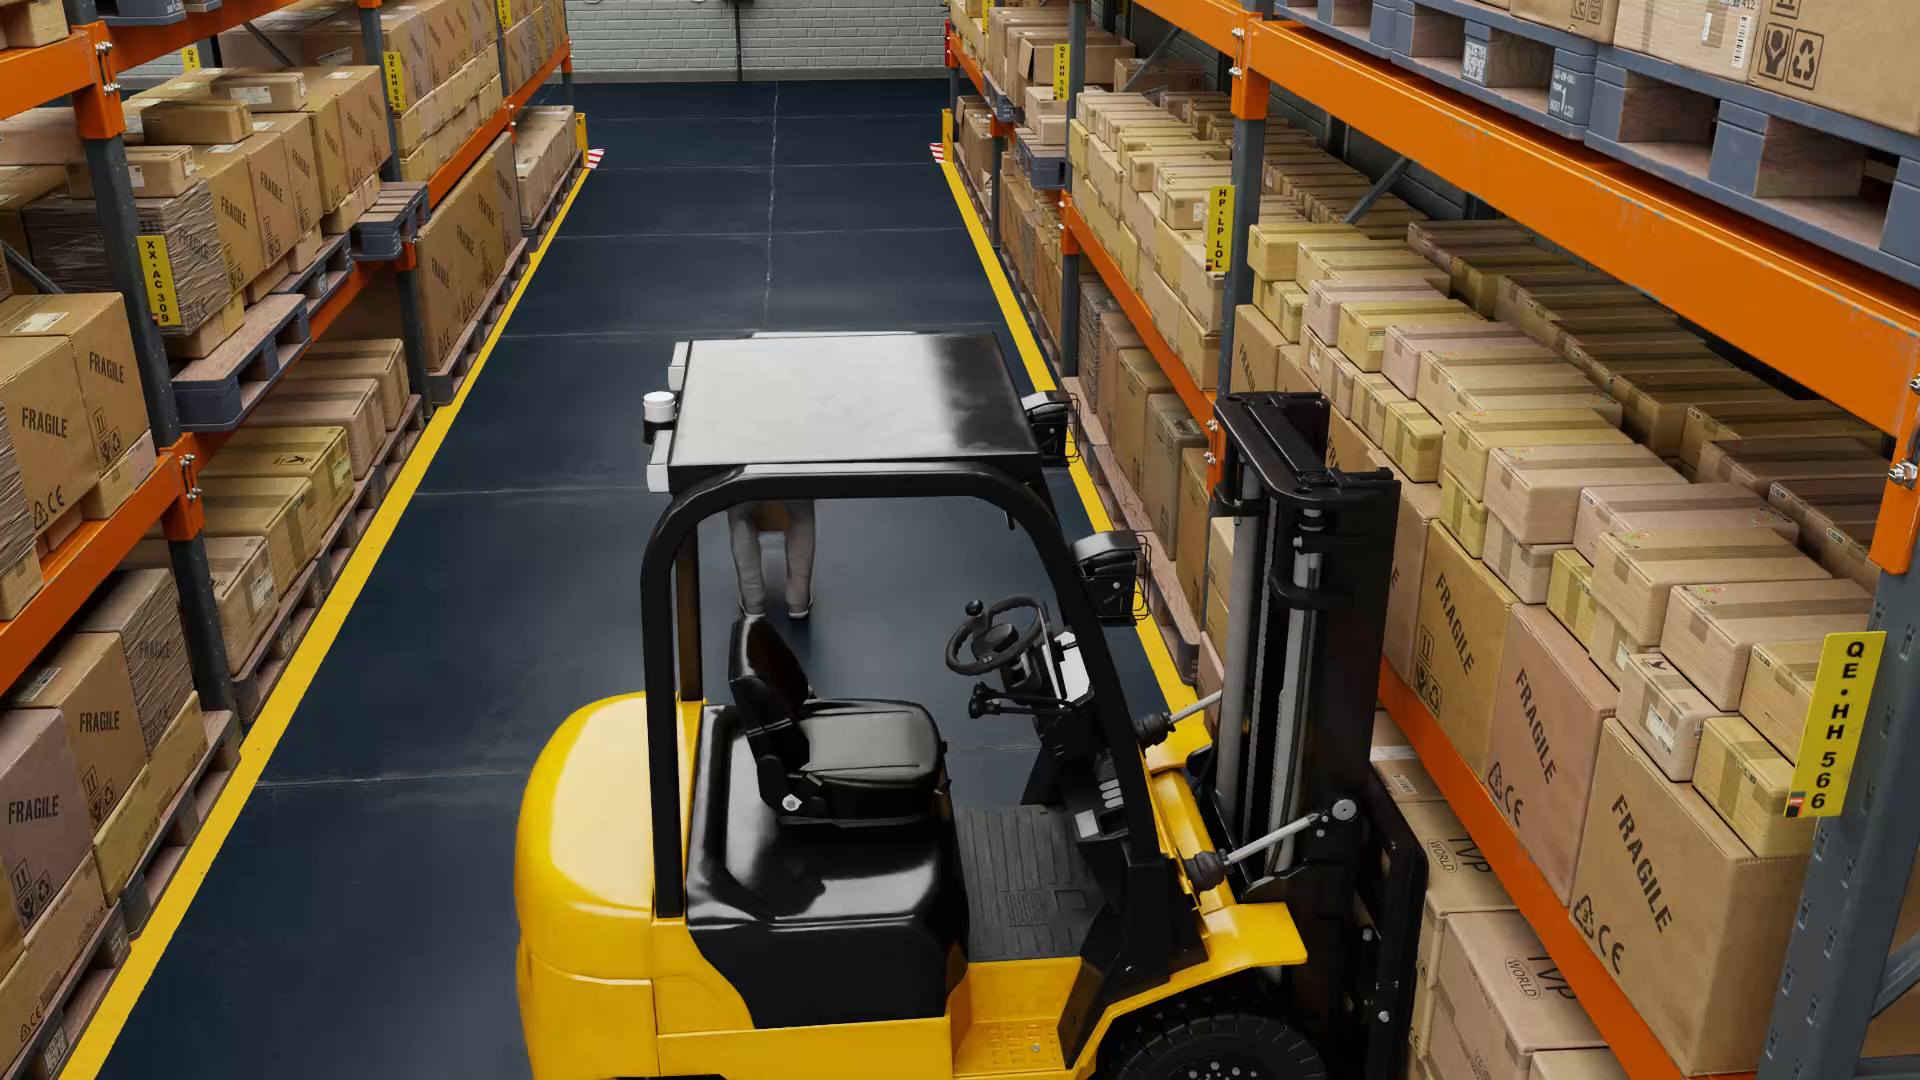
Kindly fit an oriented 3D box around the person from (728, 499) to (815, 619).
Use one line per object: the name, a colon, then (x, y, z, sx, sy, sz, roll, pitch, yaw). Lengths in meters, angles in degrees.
person: (-0.900, -0.238, 7.840, 0.415, 1.100, 0.941, -3, 24, -7)
